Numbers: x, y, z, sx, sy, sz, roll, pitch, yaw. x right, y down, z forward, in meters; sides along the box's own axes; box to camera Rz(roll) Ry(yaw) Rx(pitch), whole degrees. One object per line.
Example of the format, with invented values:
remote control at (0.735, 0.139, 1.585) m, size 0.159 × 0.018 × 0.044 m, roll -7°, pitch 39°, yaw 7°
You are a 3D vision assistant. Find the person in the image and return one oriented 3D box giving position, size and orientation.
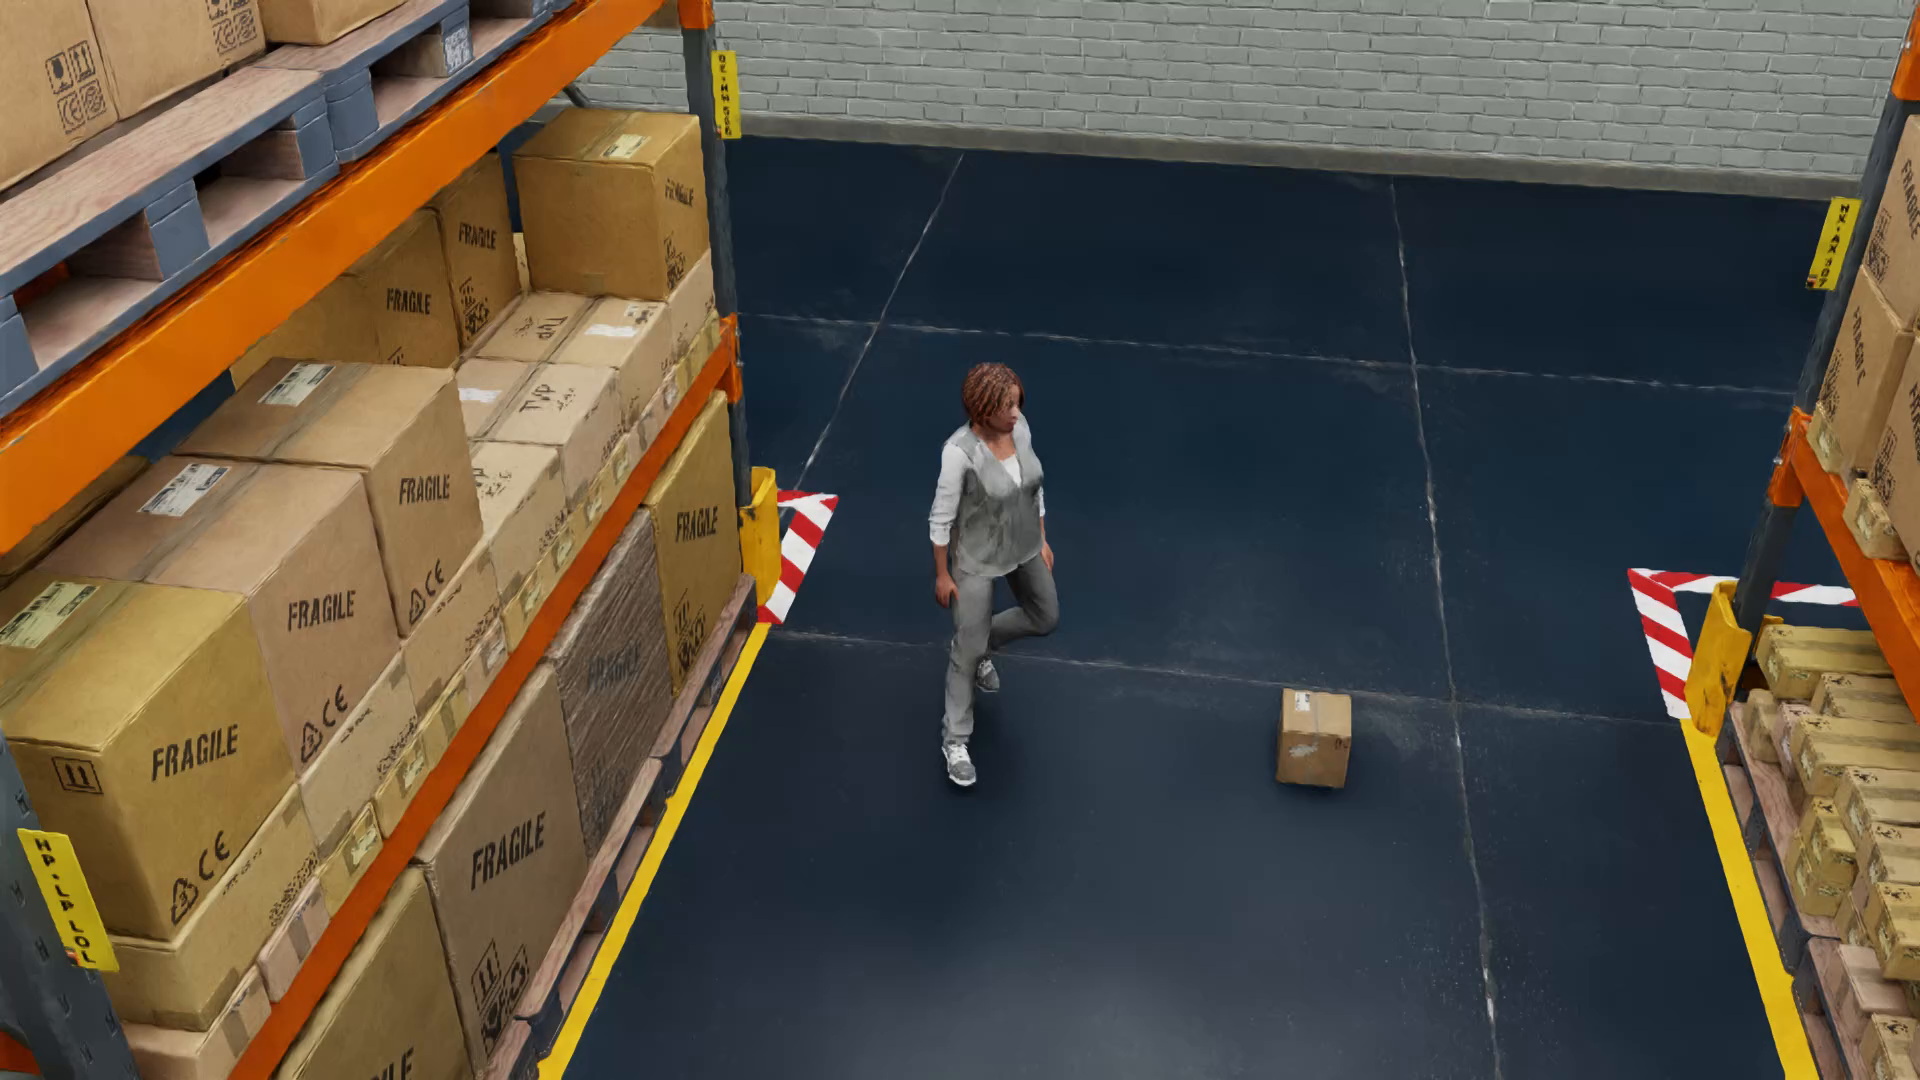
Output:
person at (0.061, 0.160, 6.082) m, size 0.560 × 1.358 × 0.498 m, roll -26°, pitch 41°, yaw -34°
